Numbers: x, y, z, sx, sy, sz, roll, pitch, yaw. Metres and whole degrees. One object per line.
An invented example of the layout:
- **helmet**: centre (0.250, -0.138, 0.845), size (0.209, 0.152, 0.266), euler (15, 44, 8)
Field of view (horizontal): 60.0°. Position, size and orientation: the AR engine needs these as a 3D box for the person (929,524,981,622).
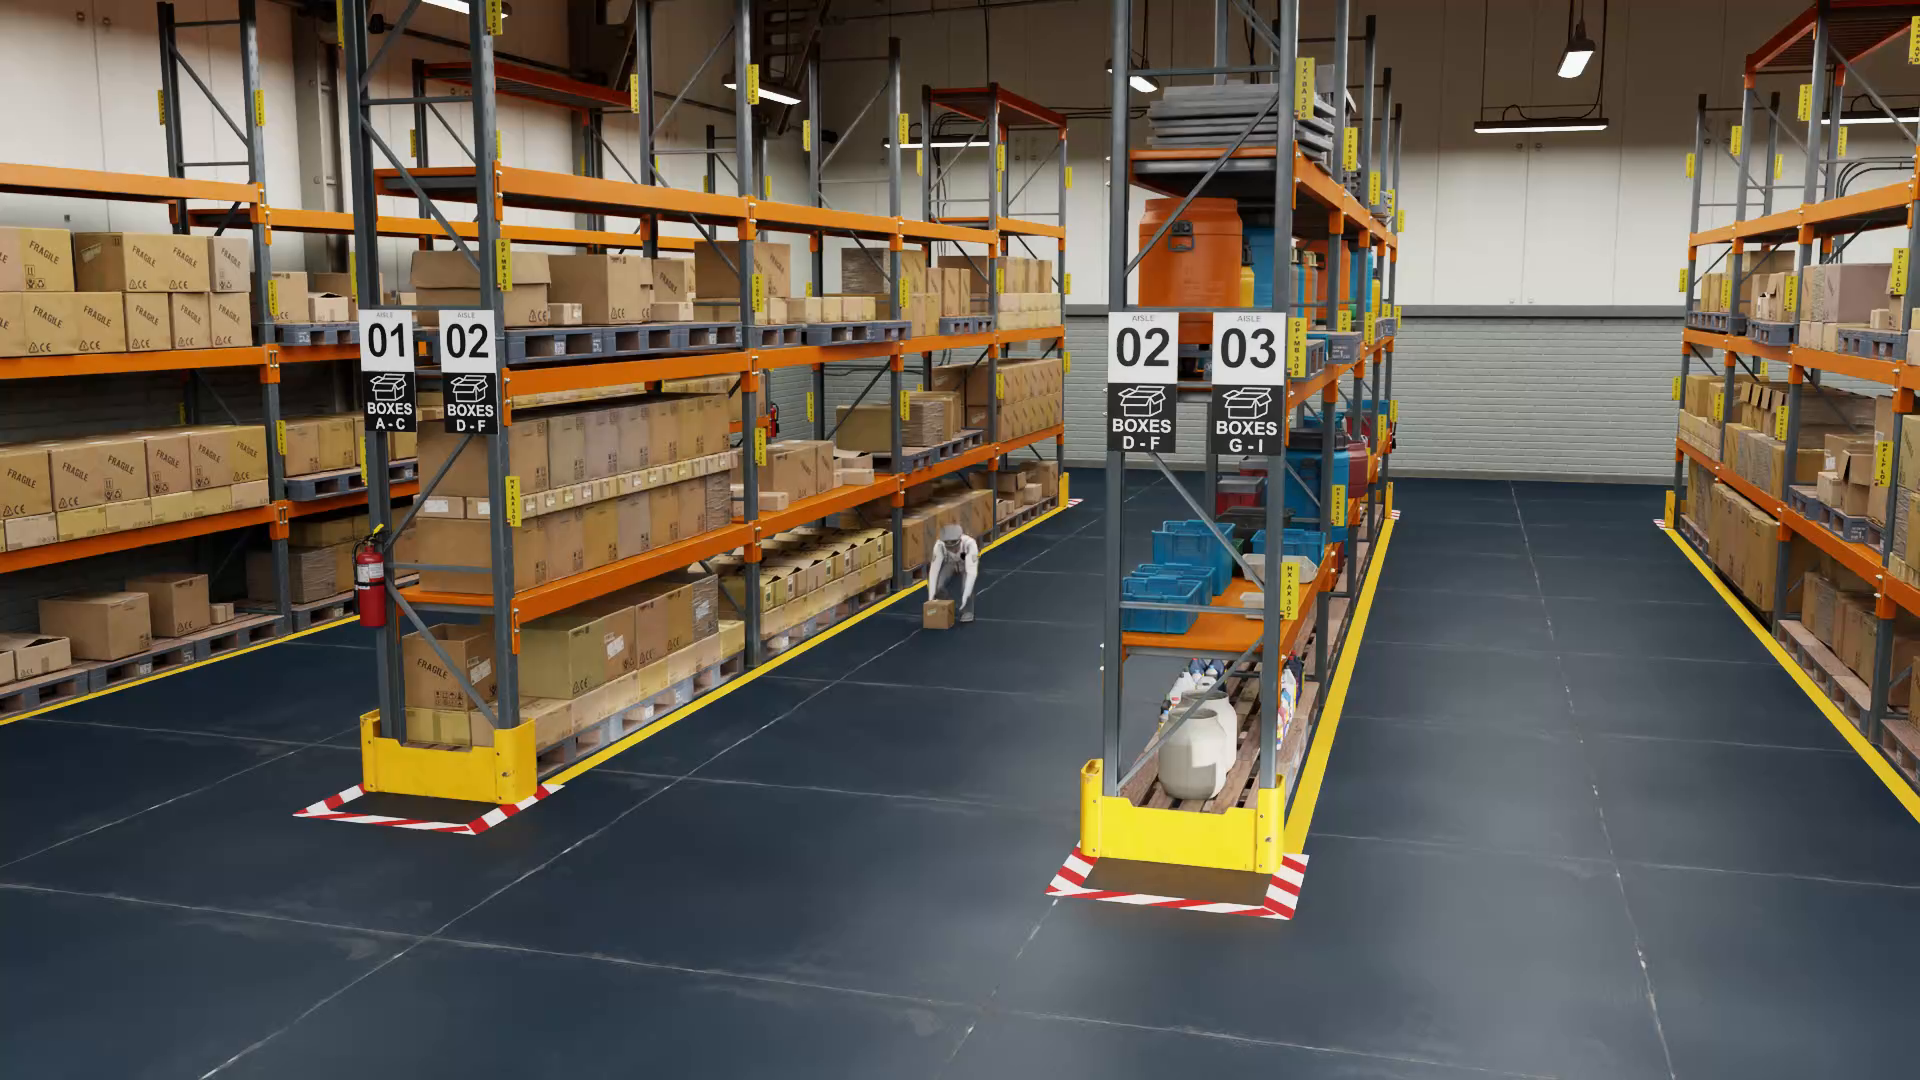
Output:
- **person**: centre (-0.029, 0.320, 16.863), size (0.497, 1.028, 0.837), euler (2, 9, 16)
